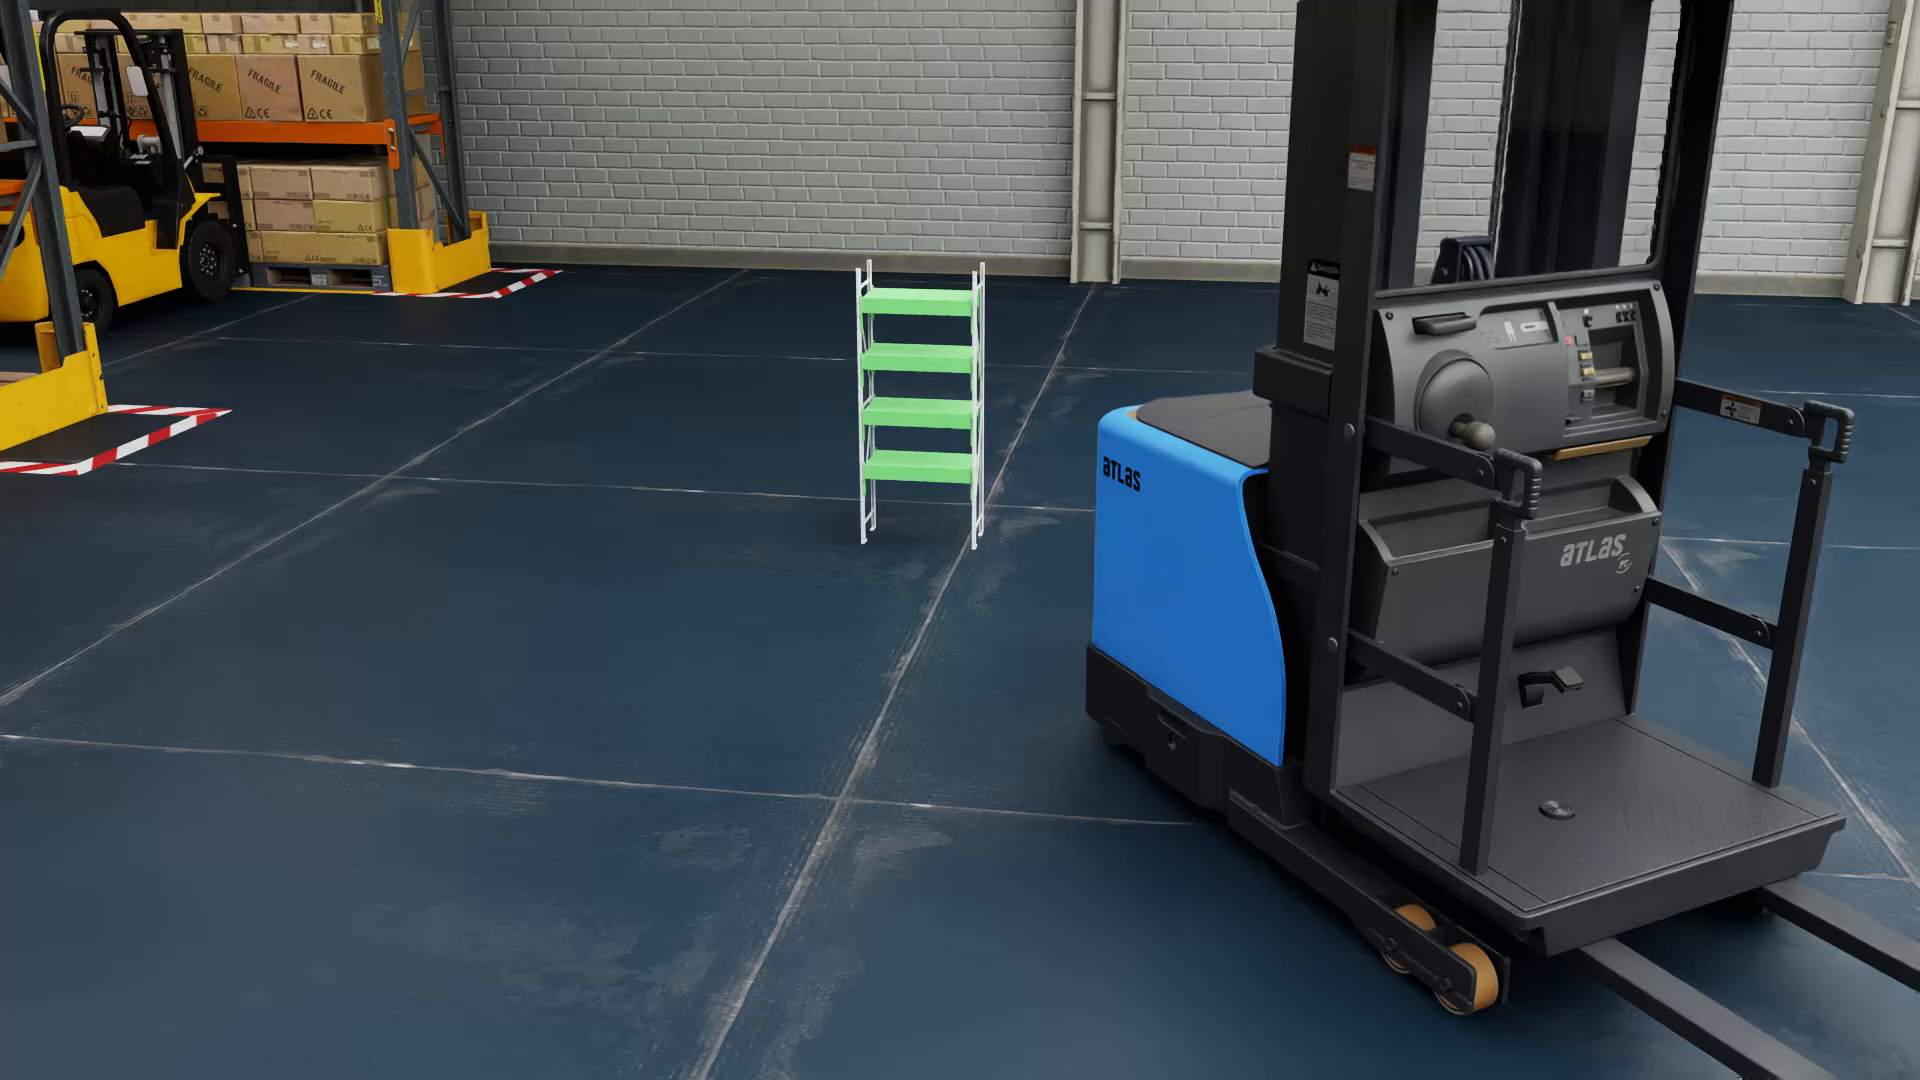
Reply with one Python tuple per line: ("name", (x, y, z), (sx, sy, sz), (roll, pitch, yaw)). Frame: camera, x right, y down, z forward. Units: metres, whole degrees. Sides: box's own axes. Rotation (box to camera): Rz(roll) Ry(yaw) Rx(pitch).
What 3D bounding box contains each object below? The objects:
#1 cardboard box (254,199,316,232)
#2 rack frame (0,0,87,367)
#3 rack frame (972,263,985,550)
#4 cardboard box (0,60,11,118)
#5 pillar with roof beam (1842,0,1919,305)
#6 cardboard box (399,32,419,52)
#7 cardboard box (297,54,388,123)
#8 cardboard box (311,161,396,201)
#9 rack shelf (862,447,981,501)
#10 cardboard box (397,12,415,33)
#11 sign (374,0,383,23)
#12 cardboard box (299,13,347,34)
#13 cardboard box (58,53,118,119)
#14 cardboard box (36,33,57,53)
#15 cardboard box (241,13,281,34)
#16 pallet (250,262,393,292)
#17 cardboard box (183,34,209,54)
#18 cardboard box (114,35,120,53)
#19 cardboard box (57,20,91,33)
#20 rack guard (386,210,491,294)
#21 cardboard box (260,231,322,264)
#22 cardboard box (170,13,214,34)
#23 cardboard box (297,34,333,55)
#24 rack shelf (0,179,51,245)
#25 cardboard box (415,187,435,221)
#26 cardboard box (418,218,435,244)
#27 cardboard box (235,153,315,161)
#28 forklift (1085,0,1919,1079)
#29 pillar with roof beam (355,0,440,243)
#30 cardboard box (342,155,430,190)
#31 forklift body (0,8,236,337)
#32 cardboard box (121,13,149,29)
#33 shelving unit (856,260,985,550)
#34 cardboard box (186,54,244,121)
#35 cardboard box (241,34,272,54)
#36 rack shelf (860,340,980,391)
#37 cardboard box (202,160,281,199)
("cardboard box", (-5.285, -2.636, 13.338), (0.500, 0.250, 0.500), (3, 19, 8))
("rack frame", (-5.045, -1.993, 8.534), (0.127, 3.000, 1.000), (3, 19, 9))
("rack frame", (0.077, -0.565, 7.101), (0.015, 1.200, 0.240), (3, 19, 9))
("cardboard box", (-7.814, -3.693, 13.456), (0.500, 0.500, 0.500), (2, 19, 7))
("pillar with roof beam", (6.359, -4.758, 7.343), (0.400, 9.000, 9.100), (3, 19, 9))
("cardboard box", (-4.555, -4.002, 13.357), (0.250, 0.149, 0.380), (2, 19, 7))
("cardboard box", (-4.789, -3.539, 12.994), (0.500, 0.500, 0.500), (3, 19, 7))
("cardboard box", (-4.766, -2.844, 13.170), (0.500, 0.250, 0.500), (4, 19, 10))
("rack shelf", (-0.163, -0.289, 7.234), (0.480, 0.148, 0.258), (3, 19, 9))
("cardboard box", (-4.559, -4.129, 13.266), (0.250, 0.149, 0.380), (3, 19, 8))
("sign", (-4.361, -4.041, 12.454), (0.005, 0.325, 0.100), (3, 19, 9))
("cardboard box", (-4.897, -3.999, 12.880), (0.250, 0.149, 0.380), (3, 19, 9))
("cardboard box", (-6.797, -3.647, 13.318), (0.500, 0.500, 0.500), (3, 19, 8))
("cardboard box", (-7.188, -3.954, 13.213), (0.250, 0.149, 0.380), (3, 19, 10))
("cardboard box", (-5.394, -4.040, 13.001), (0.250, 0.149, 0.380), (3, 19, 9))
("pallet", (-5.023, -2.252, 13.700), (1.213, 0.211, 1.003), (3, 19, 9))
("cardboard box", (-5.919, -3.890, 13.023), (0.250, 0.149, 0.380), (3, 19, 9))
("cardboard box", (-6.679, -3.933, 13.151), (0.250, 0.149, 0.380), (2, 19, 7))
("cardboard box", (-6.919, -4.093, 13.158), (0.250, 0.149, 0.380), (3, 19, 8))
("rack guard", (-4.238, -2.362, 13.575), (0.348, 0.500, 1.175), (3, 19, 9))
("cardboard box", (-5.265, -2.397, 13.410), (0.500, 0.250, 0.500), (3, 19, 9))
("cardboard box", (-5.925, -4.030, 12.970), (0.250, 0.149, 0.380), (3, 19, 10))
("cardboard box", (-4.905, -3.837, 12.863), (0.250, 0.149, 0.380), (3, 19, 10))
("rack shelf", (-7.020, -1.753, 8.949), (4.000, 0.370, 1.077), (3, 19, 9))
("cardboard box", (-4.693, -2.770, 13.737), (0.500, 0.250, 0.500), (3, 19, 10))
("cardboard box", (-4.715, -2.530, 13.808), (0.500, 0.250, 0.500), (3, 19, 9))
("cardboard box", (-5.692, -3.054, 13.799), (0.500, 0.250, 0.500), (3, 19, 8))
("forklift", (1.517, -0.425, 3.955), (1.130, 2.935, 3.031), (-9, 21, -25))
("pillar with roof beam", (-5.489, -5.362, 9.148), (0.400, 9.000, 9.100), (3, 19, 9))
("cardboard box", (-4.706, -3.002, 13.642), (0.500, 0.250, 0.500), (3, 19, 8))
("forklift body", (-6.423, -2.670, 11.894), (1.214, 2.155, 2.313), (3, 19, 9))
("cardboard box", (-6.410, -4.090, 13.151), (0.250, 0.149, 0.380), (3, 19, 9))
("shelving unit", (-0.163, -0.577, 7.138), (0.503, 1.200, 0.258), (3, 19, 9))
("cardboard box", (-5.806, -3.593, 13.158), (0.500, 0.500, 0.500), (3, 19, 8))
("cardboard box", (-5.395, -3.885, 13.008), (0.250, 0.149, 0.380), (3, 19, 8))
("rack shelf", (-0.163, -0.744, 7.082), (0.480, 0.148, 0.258), (3, 19, 9))
("cardboard box", (-5.770, -2.890, 13.308), (0.500, 0.250, 0.500), (3, 19, 9))
